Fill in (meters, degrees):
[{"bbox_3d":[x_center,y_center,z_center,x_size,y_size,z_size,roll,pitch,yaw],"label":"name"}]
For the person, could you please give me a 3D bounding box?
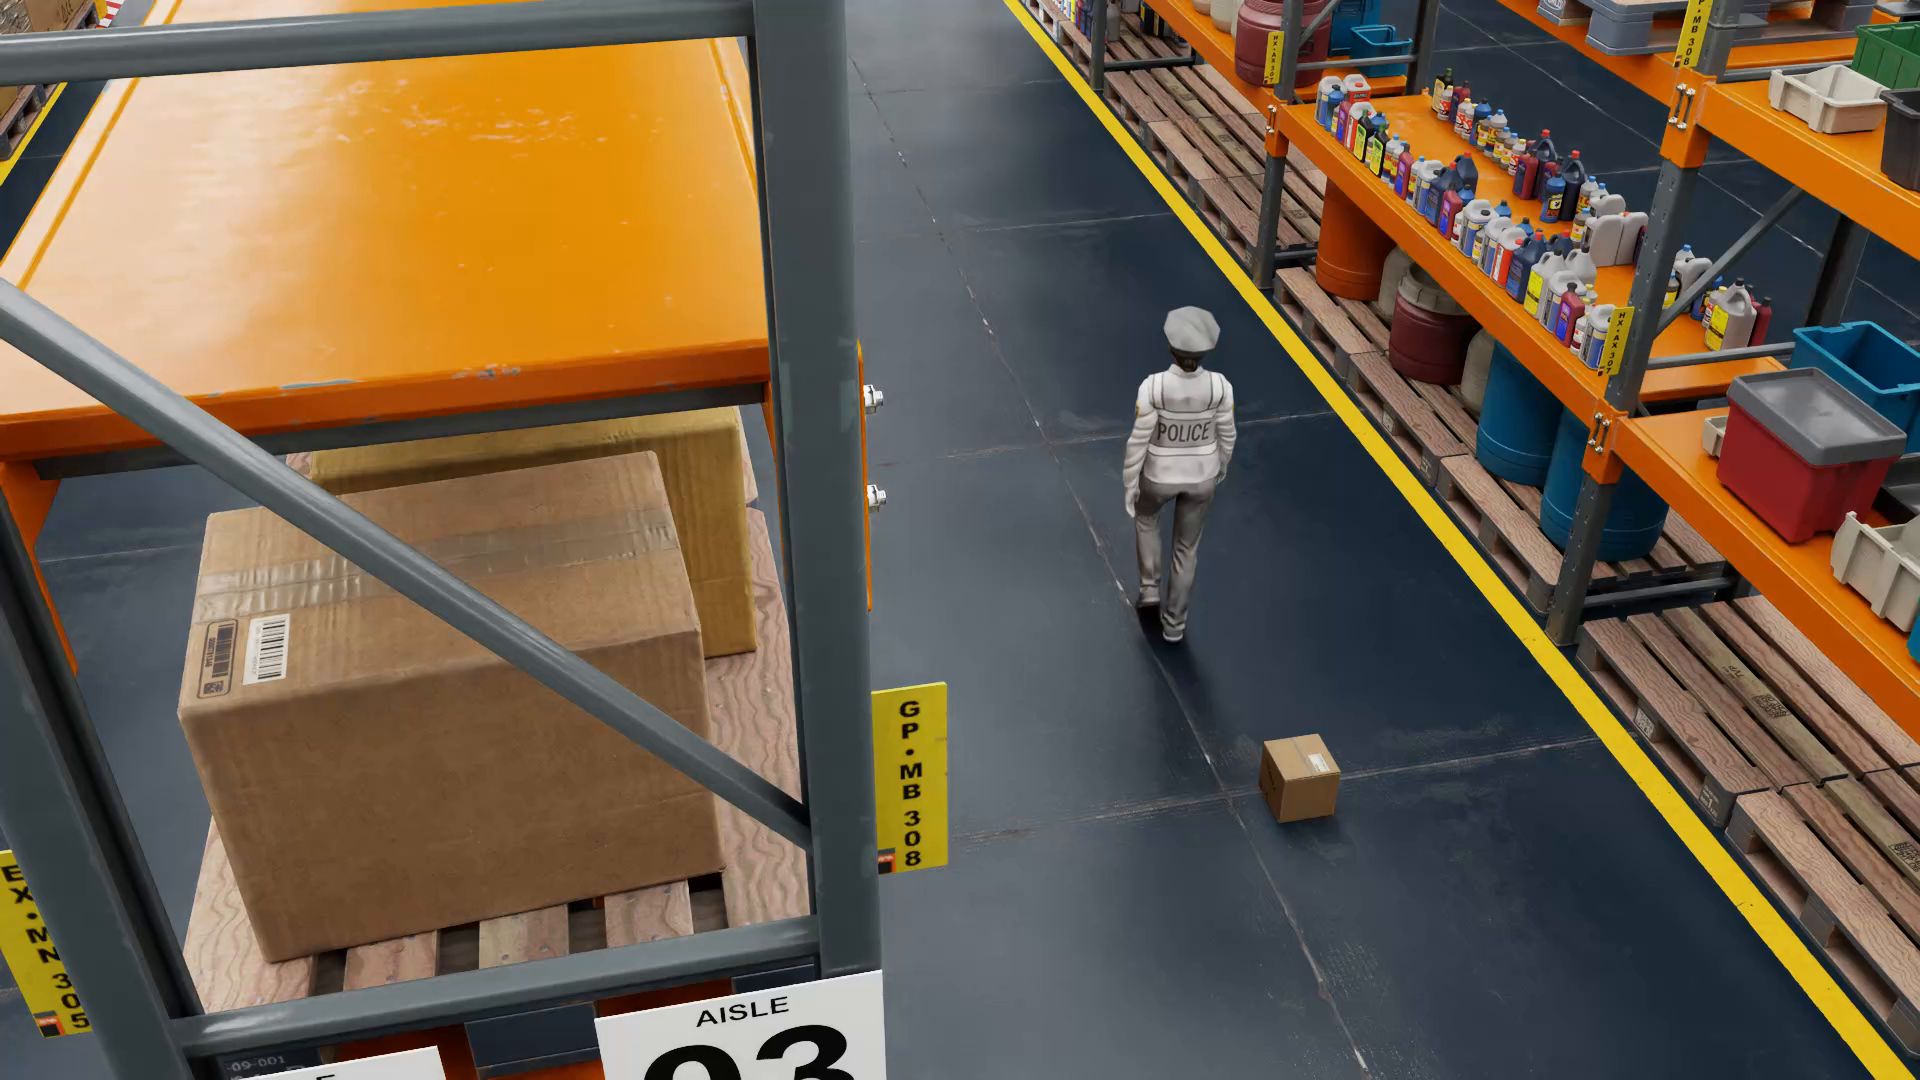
[{"bbox_3d":[1.010,-0.291,7.757,0.518,1.740,0.484,2,35,2],"label":"person"}]
